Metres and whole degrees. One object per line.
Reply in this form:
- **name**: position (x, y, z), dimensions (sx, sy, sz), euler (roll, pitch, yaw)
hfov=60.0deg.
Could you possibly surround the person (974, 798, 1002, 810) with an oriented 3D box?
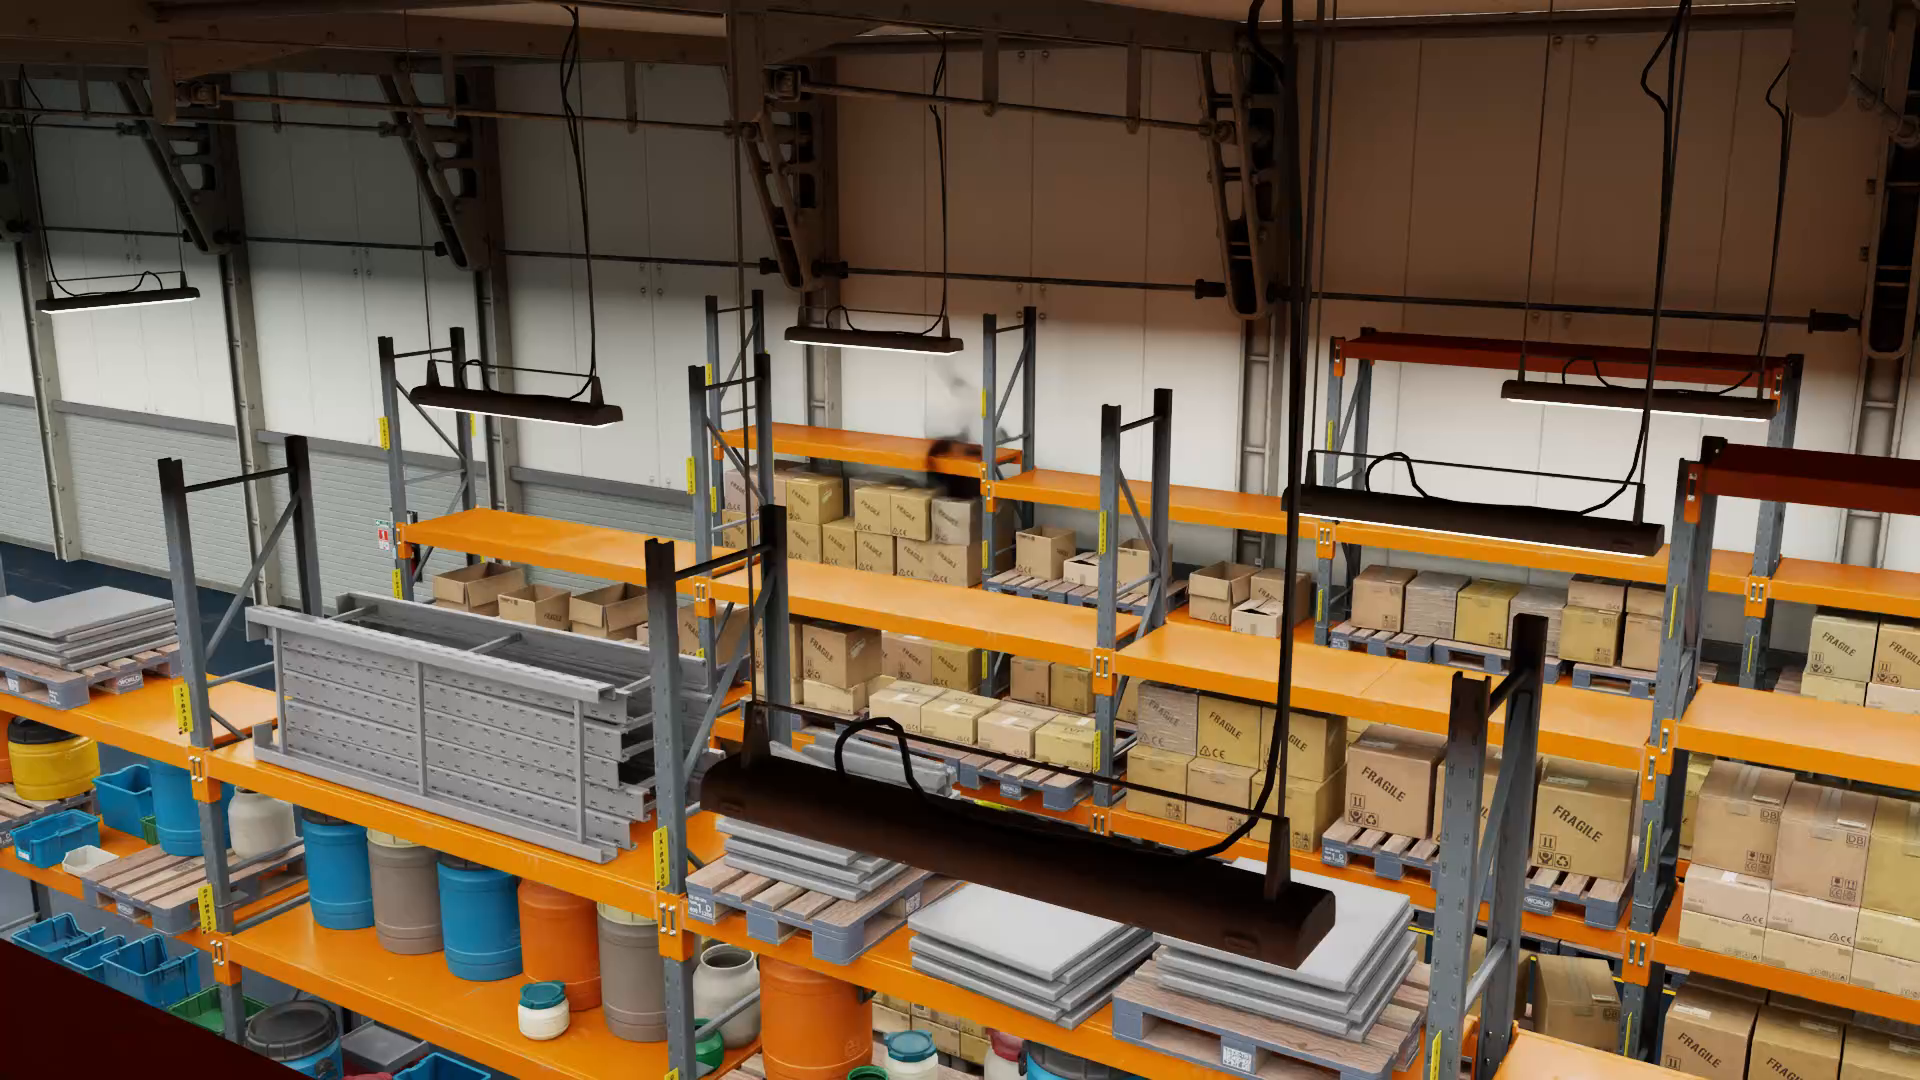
- **person**: position (0.219, 3.288, 16.346), dimensions (0.586, 1.724, 0.691), euler (8, 16, 30)
